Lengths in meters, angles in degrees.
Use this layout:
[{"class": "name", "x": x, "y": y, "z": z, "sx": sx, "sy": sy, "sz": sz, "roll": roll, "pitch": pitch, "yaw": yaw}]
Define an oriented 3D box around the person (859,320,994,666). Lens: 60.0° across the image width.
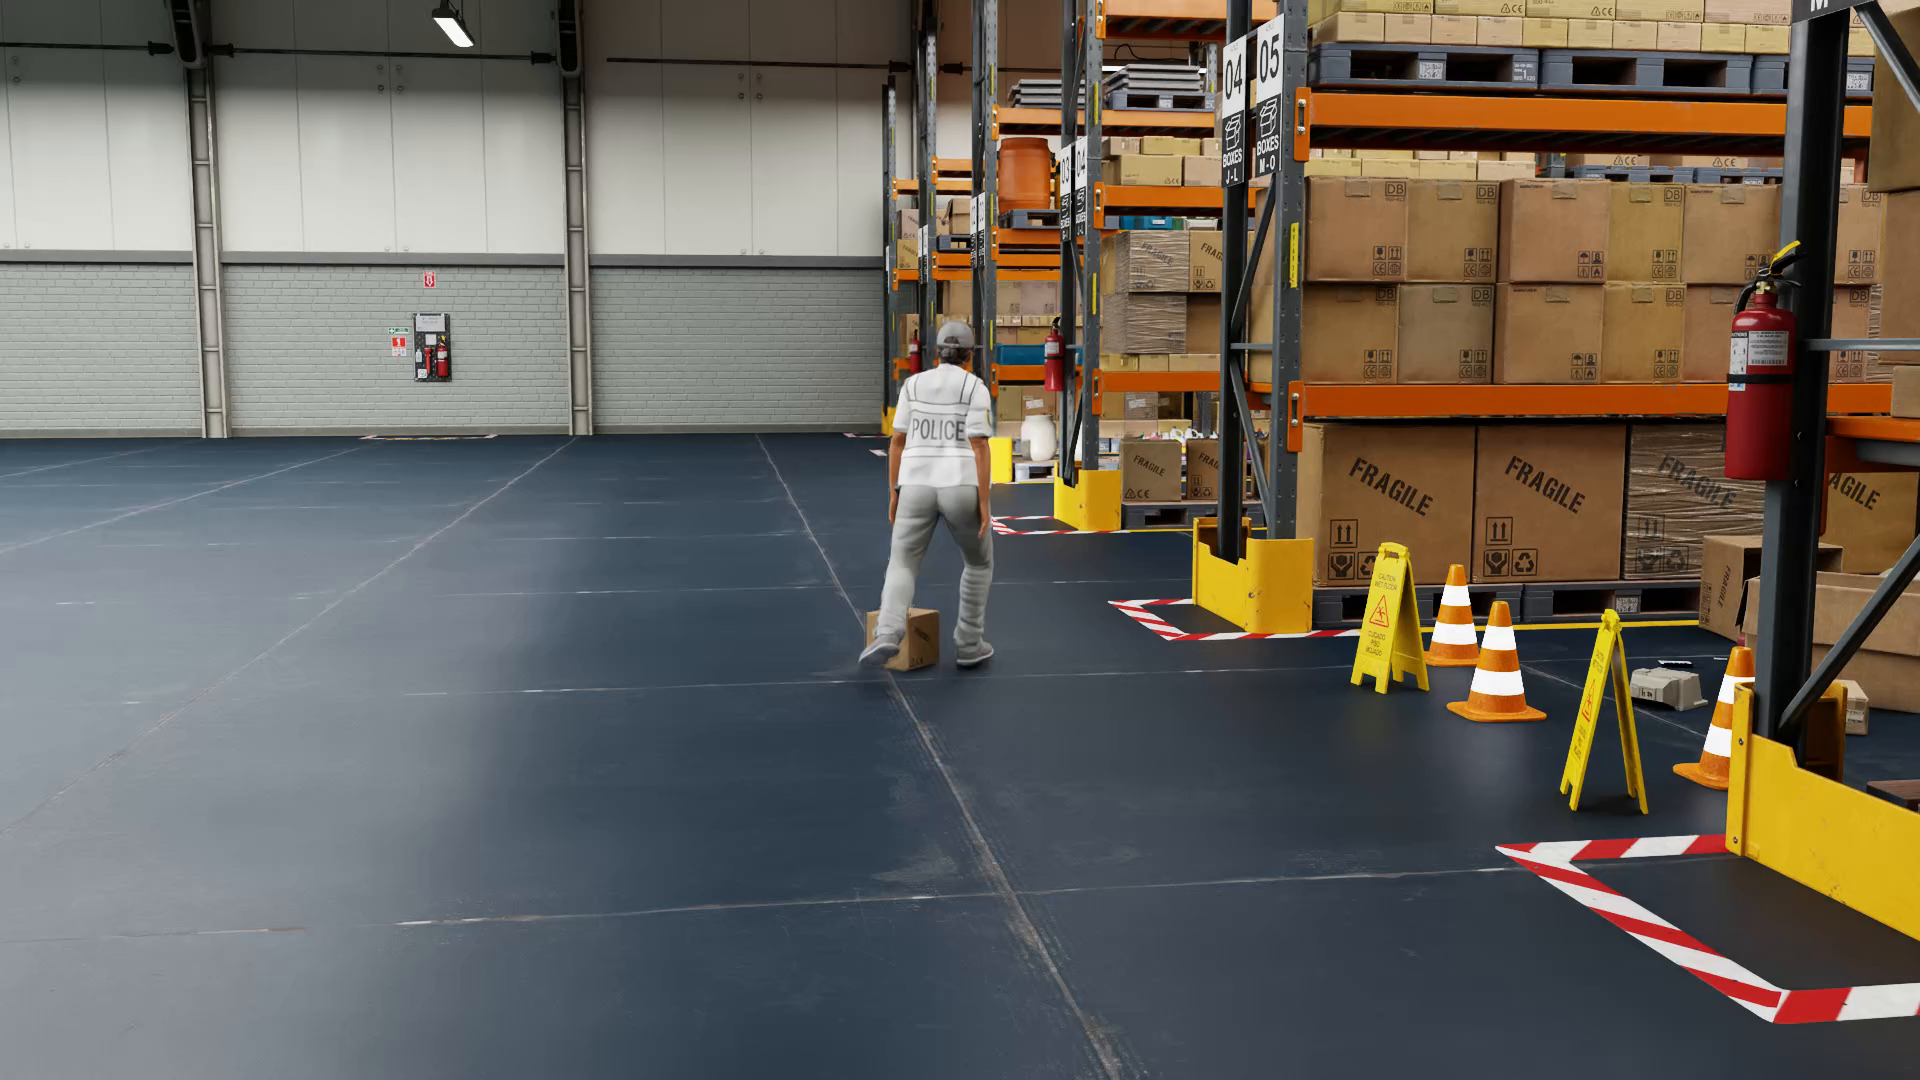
[{"class": "person", "x": -0.130, "y": -0.198, "z": 7.597, "sx": 0.538, "sy": 1.603, "sz": 0.858, "roll": 2, "pitch": 7, "yaw": 14}]
